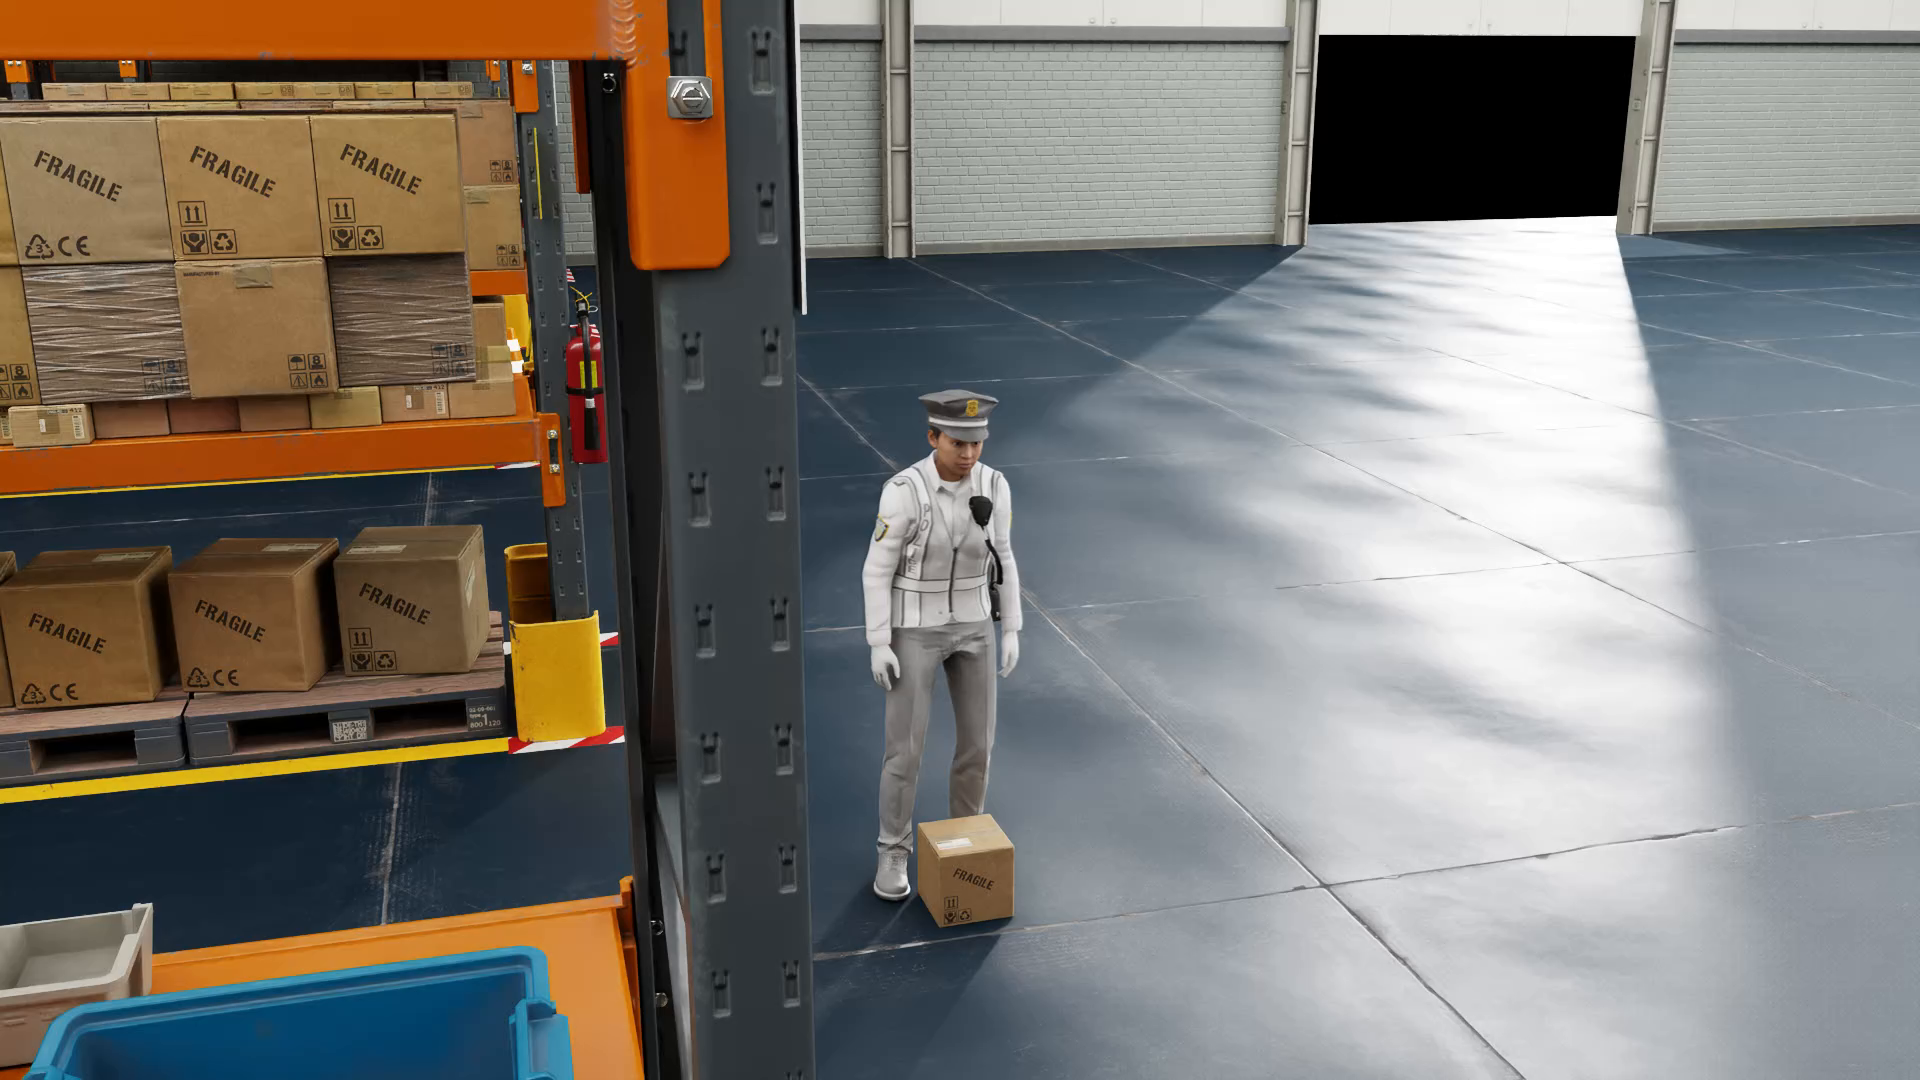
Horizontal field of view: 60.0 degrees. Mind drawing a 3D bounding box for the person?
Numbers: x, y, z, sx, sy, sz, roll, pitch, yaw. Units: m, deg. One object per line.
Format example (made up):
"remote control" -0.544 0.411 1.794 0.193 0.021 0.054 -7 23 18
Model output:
"person" -0.051 0.324 5.406 0.543 1.662 0.376 -6 17 -19
